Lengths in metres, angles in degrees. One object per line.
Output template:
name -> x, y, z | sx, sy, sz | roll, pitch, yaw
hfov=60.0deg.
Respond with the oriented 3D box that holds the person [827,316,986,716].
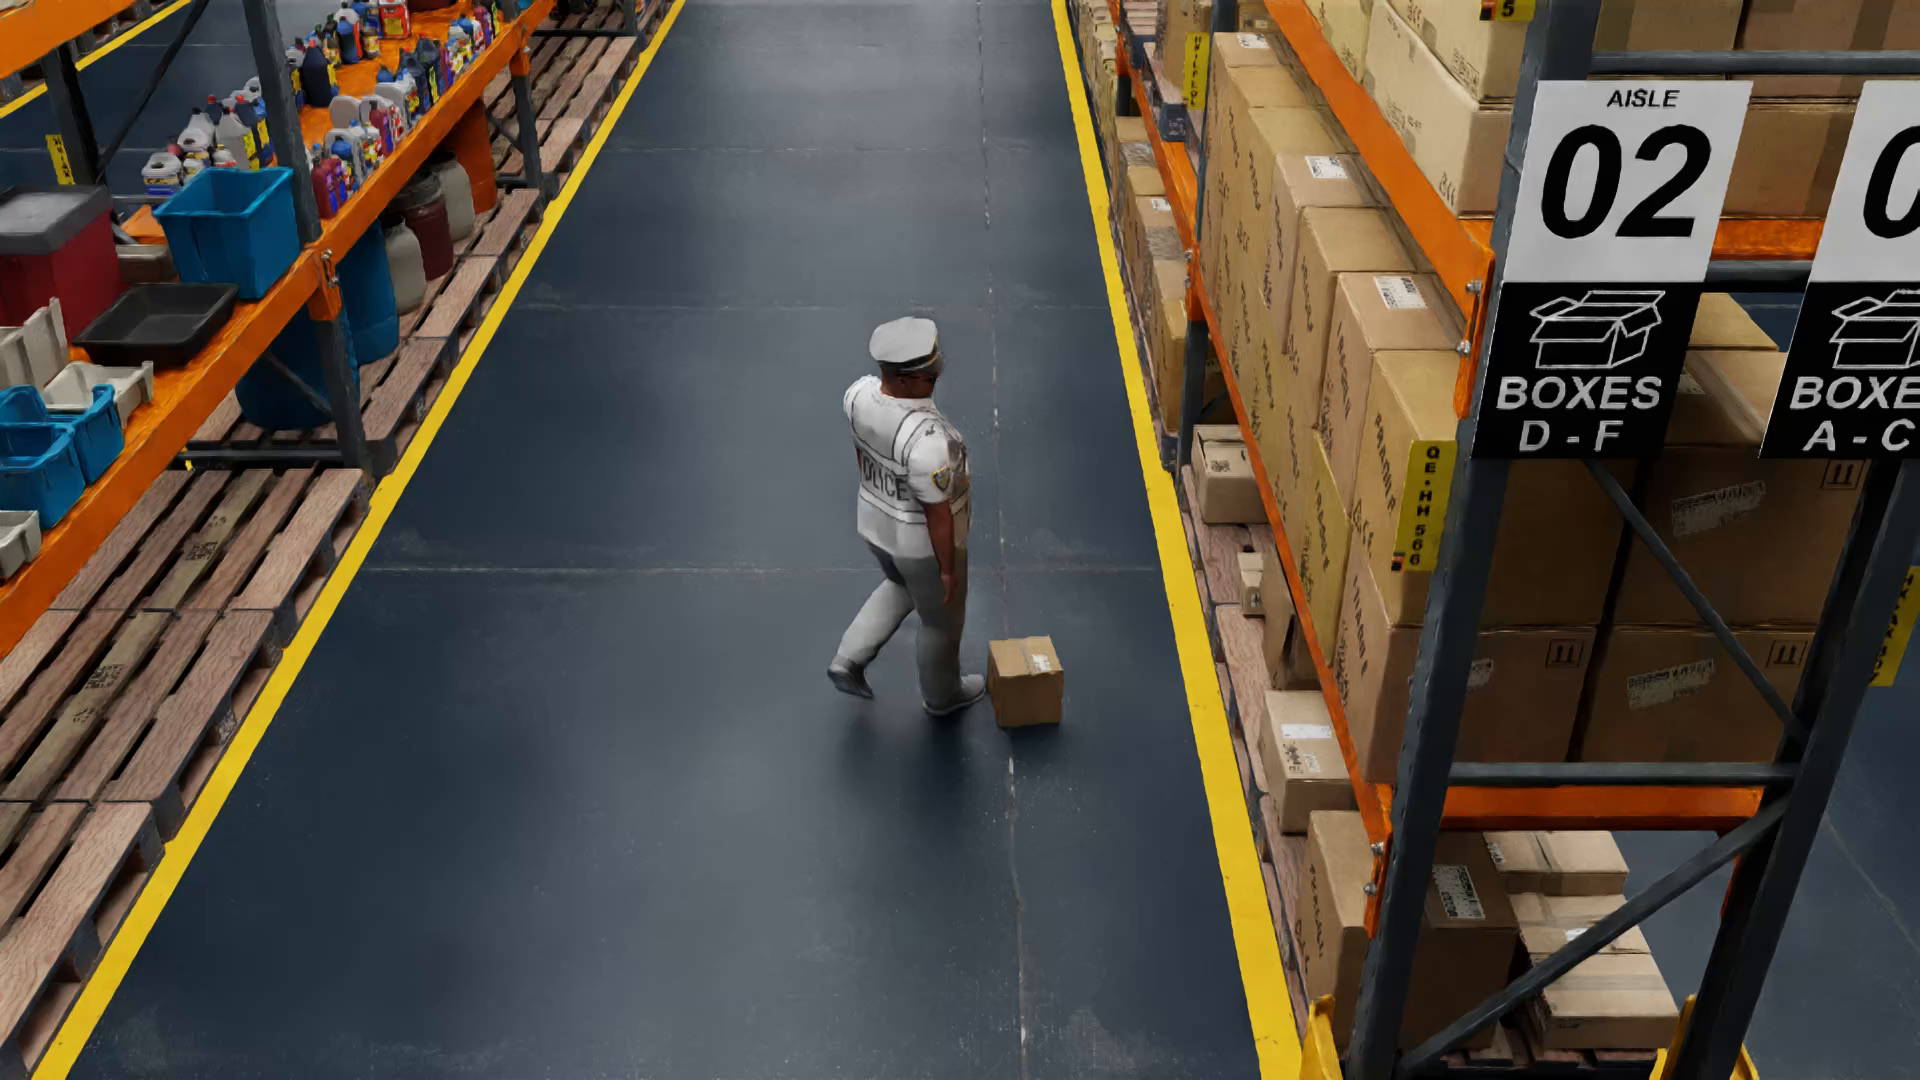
person -> -0.160, -0.033, 6.195 | 0.683, 1.753, 0.585 | -23, 38, -33
